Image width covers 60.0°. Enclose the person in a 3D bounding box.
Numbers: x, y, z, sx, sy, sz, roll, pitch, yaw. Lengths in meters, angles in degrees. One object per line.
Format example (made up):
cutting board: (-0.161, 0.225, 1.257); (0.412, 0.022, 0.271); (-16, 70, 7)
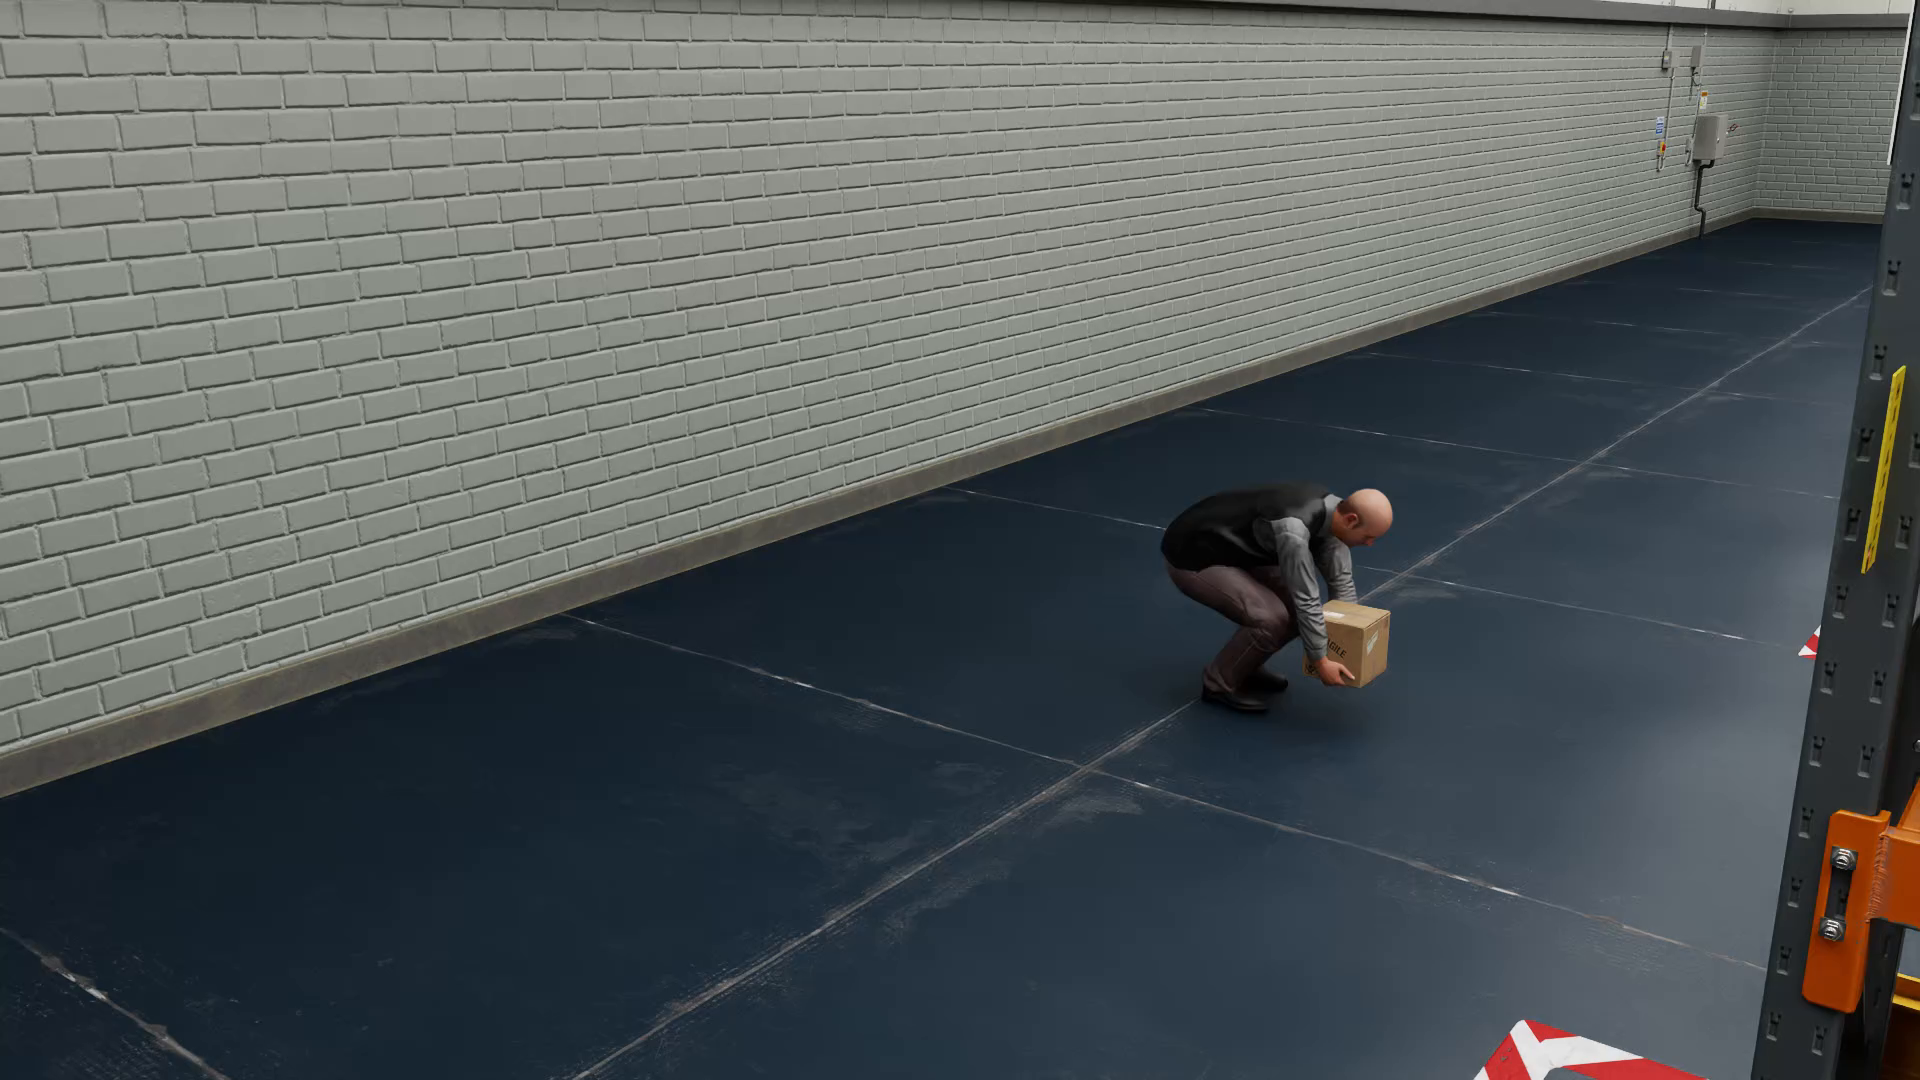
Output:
person: (1.275, 0.207, 6.747); (0.916, 0.953, 0.508); (11, 20, 33)
